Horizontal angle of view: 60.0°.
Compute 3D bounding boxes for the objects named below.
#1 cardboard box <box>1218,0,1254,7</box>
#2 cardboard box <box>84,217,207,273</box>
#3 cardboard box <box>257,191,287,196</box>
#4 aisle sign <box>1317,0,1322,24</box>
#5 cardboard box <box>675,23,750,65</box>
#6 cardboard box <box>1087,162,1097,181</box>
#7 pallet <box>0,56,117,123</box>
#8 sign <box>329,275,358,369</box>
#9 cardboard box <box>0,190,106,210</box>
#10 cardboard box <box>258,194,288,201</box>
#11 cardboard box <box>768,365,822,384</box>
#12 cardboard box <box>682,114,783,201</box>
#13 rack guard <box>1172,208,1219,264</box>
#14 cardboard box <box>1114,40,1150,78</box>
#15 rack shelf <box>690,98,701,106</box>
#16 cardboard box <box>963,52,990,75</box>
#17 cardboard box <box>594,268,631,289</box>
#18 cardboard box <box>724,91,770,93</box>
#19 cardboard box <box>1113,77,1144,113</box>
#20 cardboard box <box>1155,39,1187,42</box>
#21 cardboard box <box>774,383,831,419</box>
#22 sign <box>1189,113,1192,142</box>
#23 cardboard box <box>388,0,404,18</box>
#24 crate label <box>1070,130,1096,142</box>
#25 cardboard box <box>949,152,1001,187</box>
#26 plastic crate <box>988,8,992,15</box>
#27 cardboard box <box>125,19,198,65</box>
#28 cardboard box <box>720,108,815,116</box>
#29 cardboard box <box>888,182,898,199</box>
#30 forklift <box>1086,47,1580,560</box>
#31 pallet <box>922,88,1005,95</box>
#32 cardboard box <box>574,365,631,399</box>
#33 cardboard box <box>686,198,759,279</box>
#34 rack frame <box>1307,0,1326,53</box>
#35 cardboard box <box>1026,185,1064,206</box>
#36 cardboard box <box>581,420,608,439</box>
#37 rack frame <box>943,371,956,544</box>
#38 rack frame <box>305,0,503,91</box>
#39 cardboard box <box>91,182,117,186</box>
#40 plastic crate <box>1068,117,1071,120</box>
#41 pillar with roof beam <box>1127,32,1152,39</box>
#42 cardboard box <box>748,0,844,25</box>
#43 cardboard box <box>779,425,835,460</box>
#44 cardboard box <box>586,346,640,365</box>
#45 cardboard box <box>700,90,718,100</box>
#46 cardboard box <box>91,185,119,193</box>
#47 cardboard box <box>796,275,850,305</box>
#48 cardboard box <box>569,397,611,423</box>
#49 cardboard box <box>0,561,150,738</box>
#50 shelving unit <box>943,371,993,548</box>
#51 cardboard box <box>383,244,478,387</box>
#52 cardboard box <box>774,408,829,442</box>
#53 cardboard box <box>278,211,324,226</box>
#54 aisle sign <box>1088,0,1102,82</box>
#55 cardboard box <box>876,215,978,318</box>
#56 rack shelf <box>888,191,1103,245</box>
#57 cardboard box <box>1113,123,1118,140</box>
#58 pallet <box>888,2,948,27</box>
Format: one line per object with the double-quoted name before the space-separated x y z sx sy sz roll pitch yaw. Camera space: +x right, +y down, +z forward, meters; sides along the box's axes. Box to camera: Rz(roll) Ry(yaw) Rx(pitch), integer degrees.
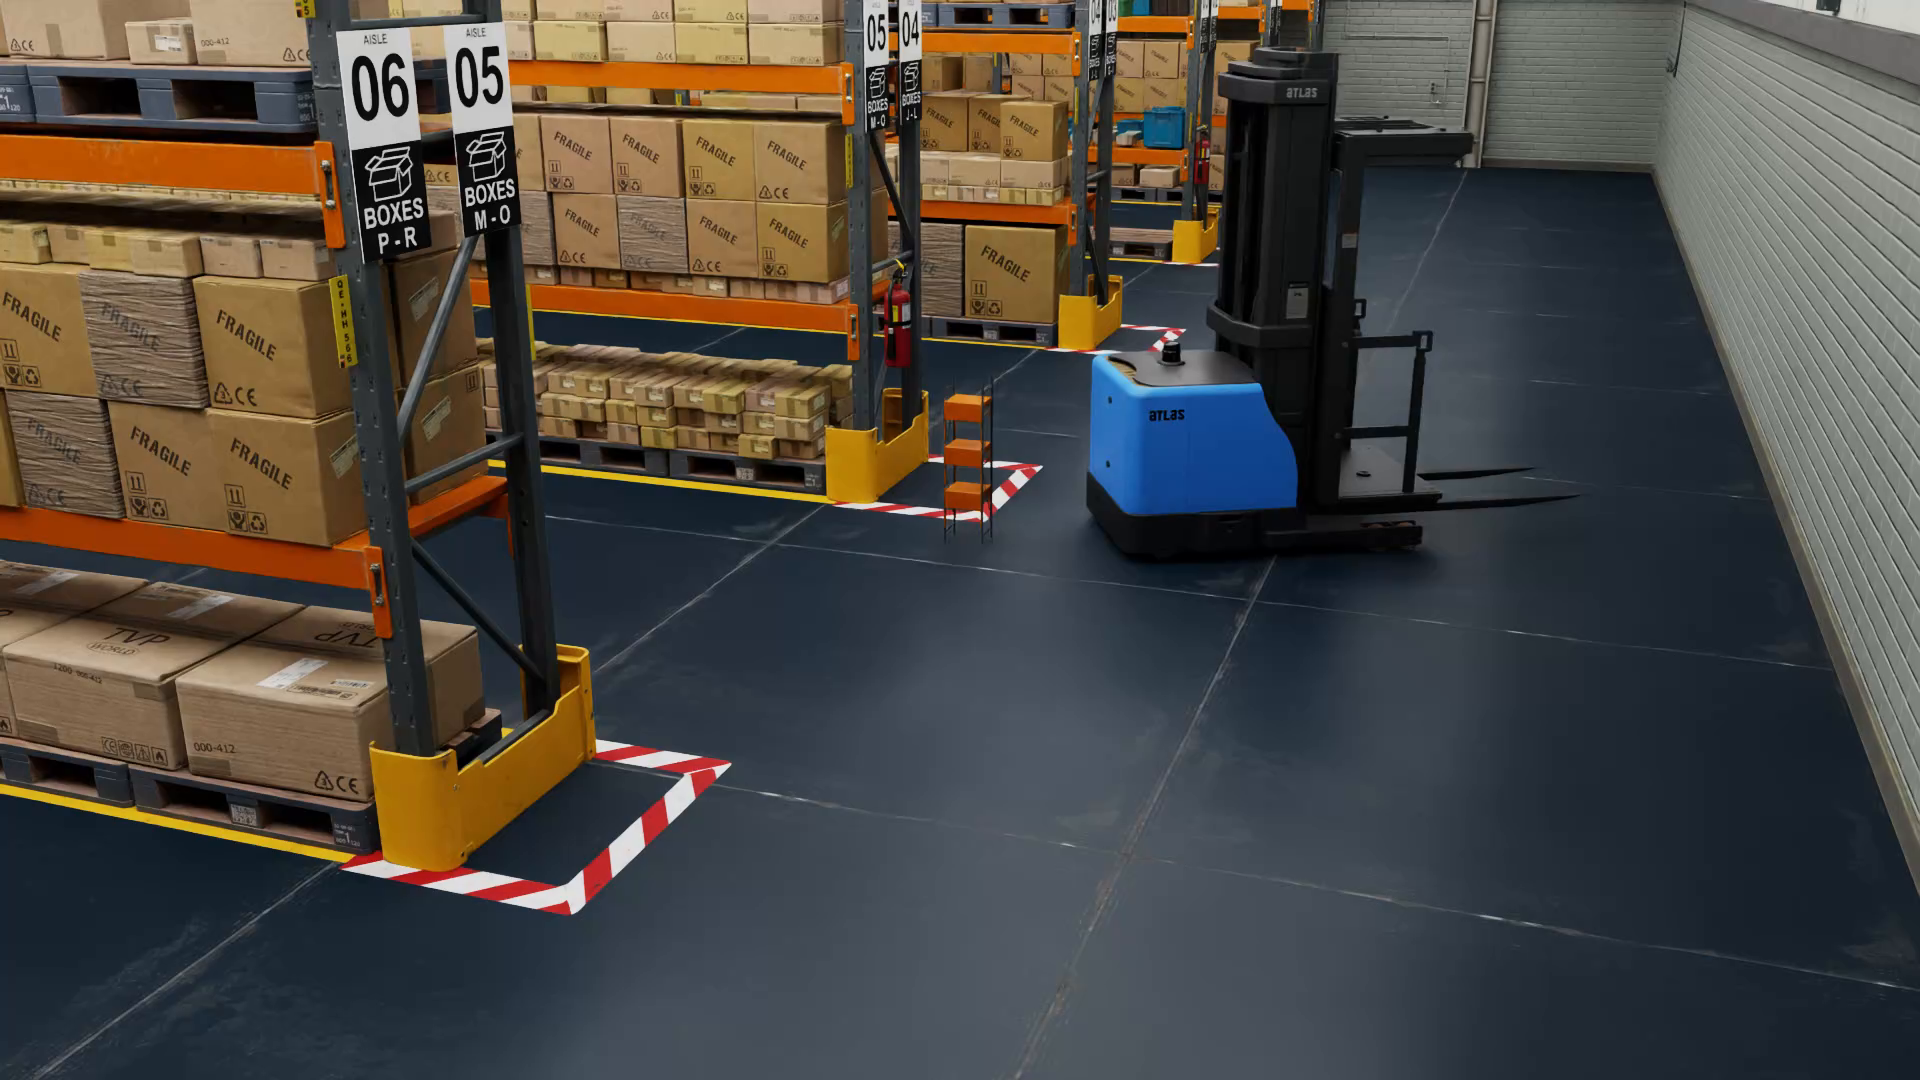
"cardboard box" 3.915 -7.772 23.809 0.500 0.250 0.500 7 20 18
"cardboard box" -3.168 -1.156 6.501 0.250 0.149 0.380 7 20 19
"cardboard box" -4.966 -2.646 12.272 0.250 0.149 0.380 6 20 16
"aisle sign" 6.079 -9.120 28.056 0.004 0.787 0.394 7 20 18
"cardboard box" -1.491 -3.207 10.713 0.500 0.250 0.500 7 20 18
"cardboard box" 2.049 -5.769 25.808 0.500 0.311 0.500 7 20 18
"pallet" -3.880 -1.874 6.797 1.213 0.211 1.003 7 20 18
"sign" -2.211 -0.783 5.970 0.005 0.325 0.100 7 20 18
"cardboard box" -3.978 -1.436 7.304 0.250 0.149 0.380 7 20 18
"cardboard box" -4.959 -2.504 12.316 0.250 0.149 0.380 7 20 18
"cardboard box" -1.174 -1.129 11.872 0.250 0.149 0.380 7 20 19
"cardboard box" -1.483 -2.528 10.973 0.500 0.500 0.500 6 20 16
"rack guard" 2.885 -3.734 20.352 0.348 0.500 1.175 7 20 18
"cardboard box" 2.523 -7.099 24.537 0.500 0.500 0.500 7 20 20
"rack shelf" -4.959 -7.193 27.571 4.000 0.370 1.077 7 20 18
"cardboard box" 0.382 -8.755 30.325 0.500 0.500 0.500 7 20 20
"cardboard box" -2.335 -1.861 11.561 0.250 0.149 0.380 7 20 19
"cardboard box" -2.024 -4.262 16.707 0.500 0.500 0.500 7 20 20
"cardboard box" 2.538 -6.629 24.707 0.500 0.500 0.500 6 20 17
"cardboard box" 3.187 -7.212 24.860 0.500 0.500 0.500 7 20 19
"cardboard box" -1.074 -0.953 11.366 0.250 0.149 0.380 7 20 19
"sign" 2.693 -4.817 19.414 0.005 0.325 0.100 7 20 18
"cardboard box" -3.893 -3.729 11.451 0.500 0.250 0.500 7 20 20
"crate label" 1.488 -4.907 20.229 0.243 0.136 0.396 7 20 18
"cardboard box" 0.209 -3.467 15.566 0.500 0.250 0.500 6 20 17
"plastic crate" 0.163 -6.480 20.075 0.590 0.269 0.497 7 20 18
"cardboard box" -2.896 -1.876 6.259 0.250 0.149 0.380 5 20 14
"cardboard box" -1.306 -2.685 11.422 0.500 0.500 0.500 7 20 20
"cardboard box" -0.656 -3.356 15.851 0.250 0.149 0.380 7 20 19
"forklift" 2.386 -1.481 10.196 3.031 2.935 1.130 -3 19 -9
"pallet" -0.010 -6.914 25.970 1.213 0.211 1.003 7 20 18
"cardboard box" -2.544 -1.128 11.869 0.250 0.149 0.380 7 20 18
"cardboard box" -1.484 -2.055 11.134 0.500 0.500 0.500 6 20 17
"rack frame" 6.109 -7.993 28.774 0.127 3.000 1.000 7 20 18
"cardboard box" 0.788 -3.190 15.377 0.250 0.149 0.380 7 20 19
"cardboard box" -2.518 -0.855 11.987 0.250 0.149 0.380 7 20 20
"rack frame" -0.065 -0.503 10.248 0.008 1.050 0.200 7 20 18
"rack frame" -2.019 -3.125 5.692 0.127 3.000 1.000 7 20 18
"cardboard box" -6.432 -2.815 12.757 0.250 0.149 0.380 7 20 20
"plastic crate" 1.206 -5.166 20.826 0.300 0.233 0.416 7 20 18
"pillar with roof beam" 1.863 -10.113 25.740 0.400 9.000 9.100 7 20 18
"cardboard box" -1.009 -3.394 10.490 0.500 0.250 0.500 6 20 16
"cardboard box" -1.056 -0.686 11.503 0.250 0.149 0.380 7 20 19
"cardboard box" -2.591 -1.331 12.451 0.250 0.149 0.380 6 20 16
"cardboard box" -4.010 -7.209 26.906 0.250 0.149 0.380 7 20 18
"cardboard box" -6.440 -2.673 12.801 0.250 0.149 0.380 6 20 18
"cardboard box" -0.891 -1.670 11.016 0.250 0.149 0.380 7 20 18
"cardboard box" -2.573 -0.965 11.851 0.250 0.149 0.380 7 20 19
"cardboard box" -4.394 0.485 7.704 0.875 0.438 0.875 6 20 16
"shelving unit" 0.051 -0.490 10.210 0.252 1.050 0.215 7 20 18
"cardboard box" -2.379 -0.952 6.901 0.500 0.500 0.500 6 20 17
"cardboard box" -1.083 -0.803 11.386 0.250 0.149 0.380 6 20 17
"cardboard box" -2.535 -1.248 6.766 0.250 0.149 0.380 7 20 19
"aisle sign" 1.202 -4.500 14.801 0.004 0.787 0.394 7 20 18
"cardboard box" -0.258 -2.711 16.208 0.875 0.875 0.875 7 20 18
"rack shelf" -0.656 -3.249 16.257 4.000 0.370 1.077 7 20 18
"cardboard box" 3.004 -7.331 30.032 0.500 0.500 0.700 7 20 19
"pallet" -0.628 -4.956 15.637 1.213 0.211 1.003 7 20 18
